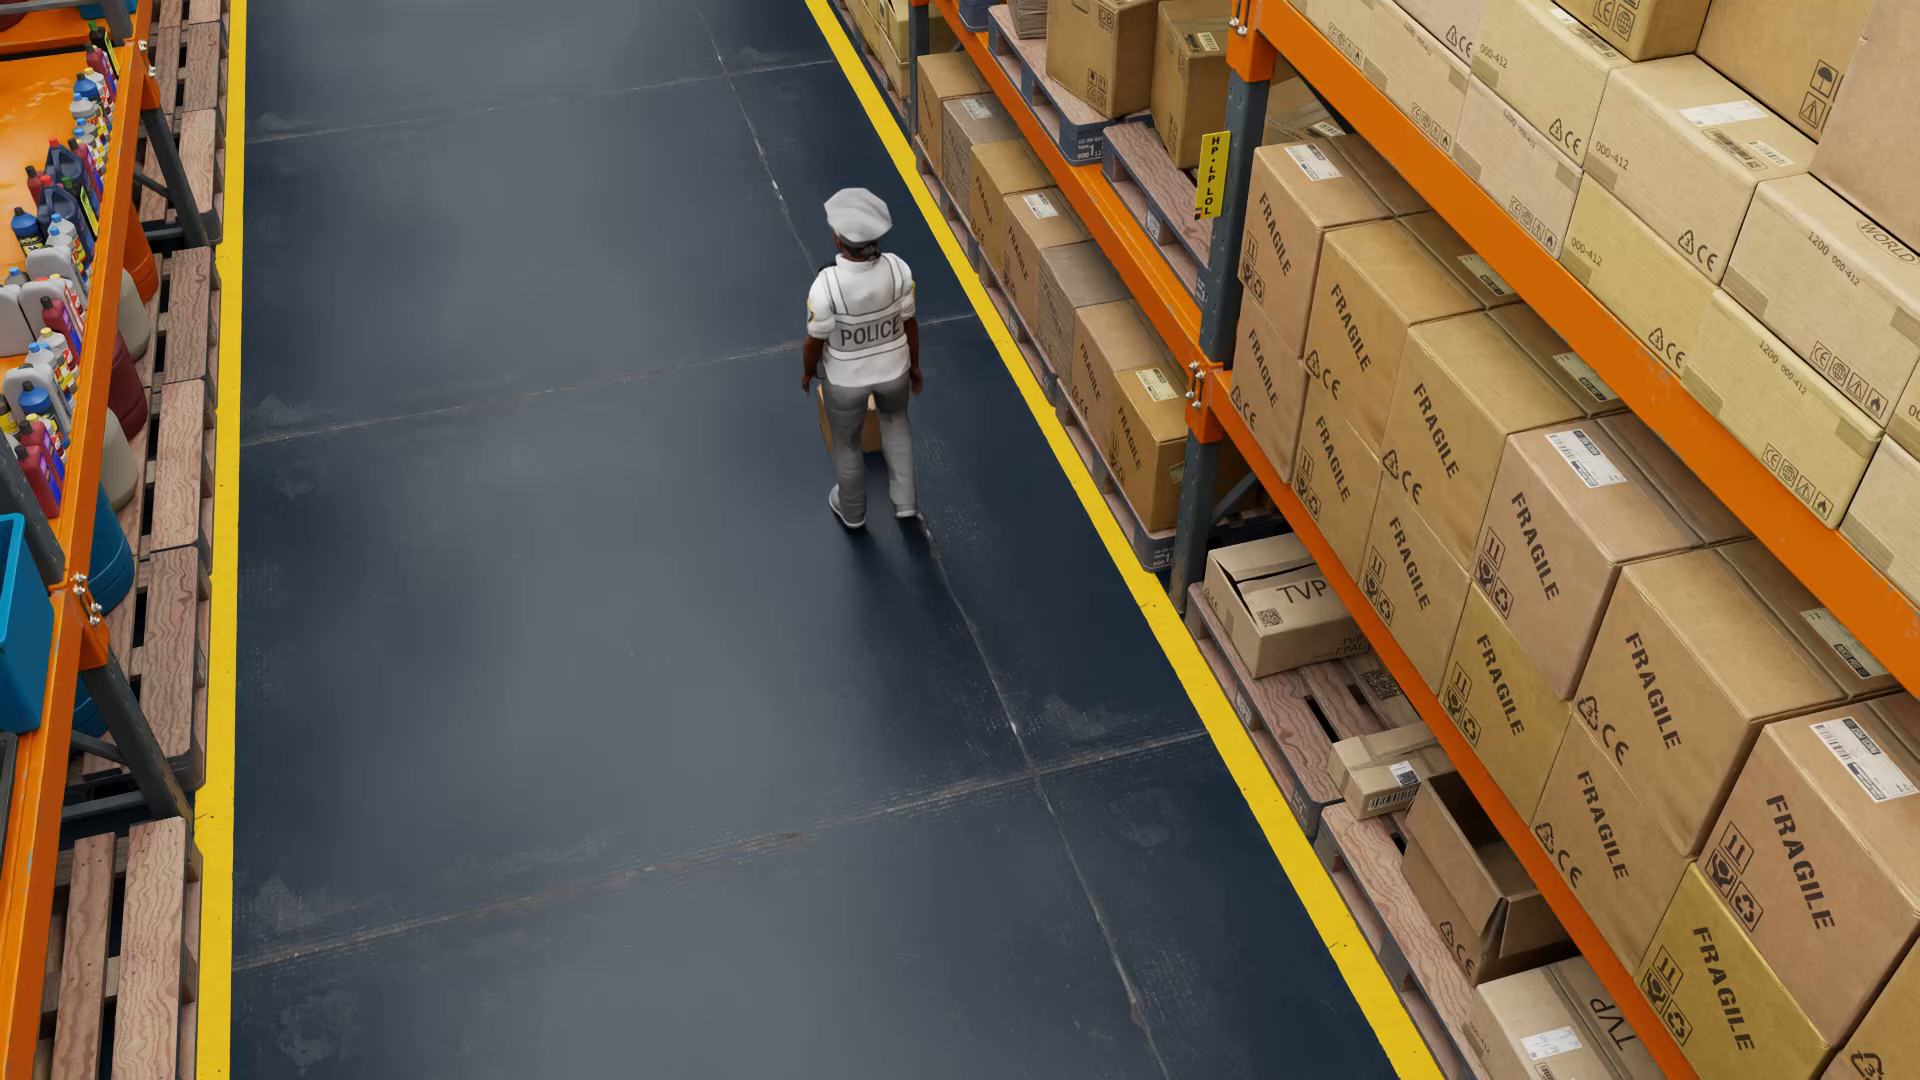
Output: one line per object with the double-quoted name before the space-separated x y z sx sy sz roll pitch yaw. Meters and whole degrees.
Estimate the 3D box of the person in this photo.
"person" -0.415 -0.706 6.903 0.496 1.727 0.453 -15 45 -16
